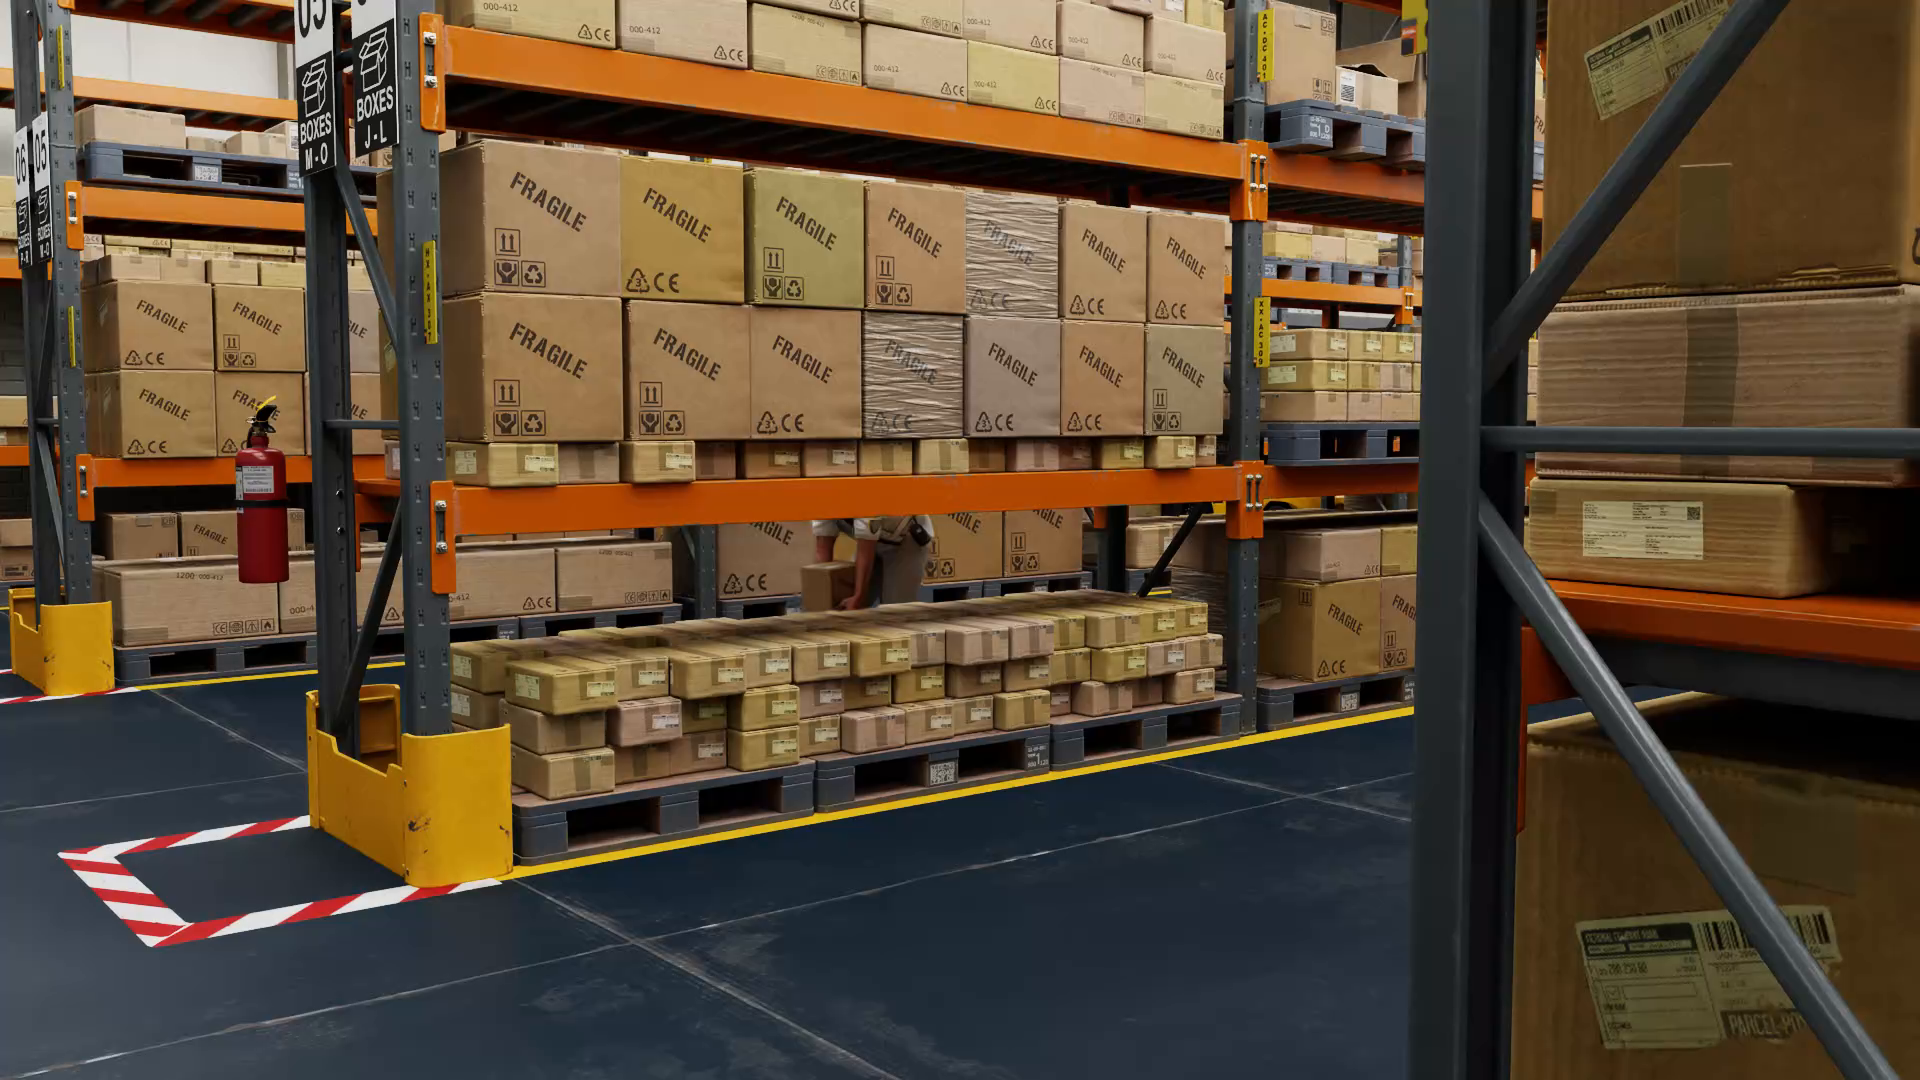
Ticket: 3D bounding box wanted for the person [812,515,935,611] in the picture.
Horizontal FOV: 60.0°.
[{"bbox_3d":[-0.546,0.177,8.916,0.490,1.408,0.955,4,6,40],"label":"person"}]
